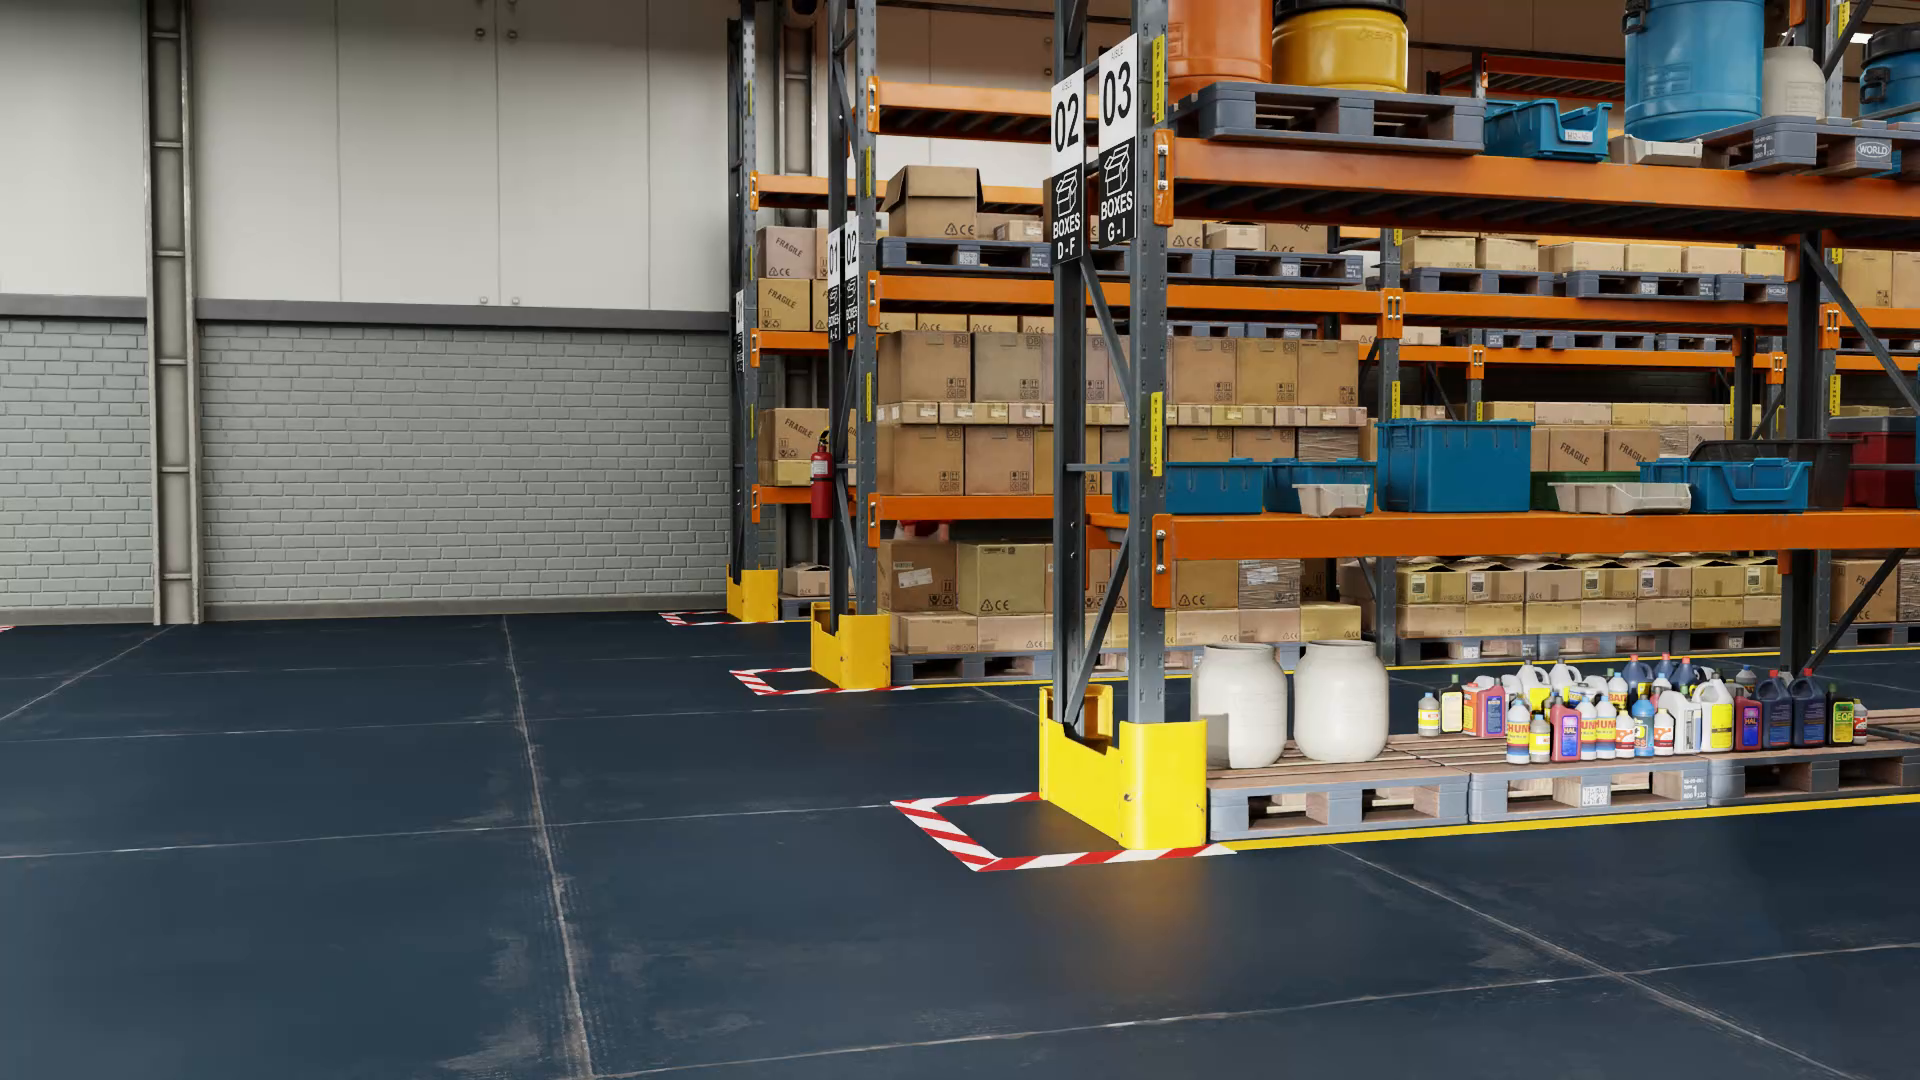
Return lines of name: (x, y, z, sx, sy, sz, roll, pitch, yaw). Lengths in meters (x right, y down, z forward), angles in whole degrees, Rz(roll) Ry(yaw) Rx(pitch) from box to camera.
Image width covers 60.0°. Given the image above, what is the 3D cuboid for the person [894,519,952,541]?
person: (-0.305, 0.099, 14.763, 0.465, 1.510, 0.741, -1, 3, -18)
